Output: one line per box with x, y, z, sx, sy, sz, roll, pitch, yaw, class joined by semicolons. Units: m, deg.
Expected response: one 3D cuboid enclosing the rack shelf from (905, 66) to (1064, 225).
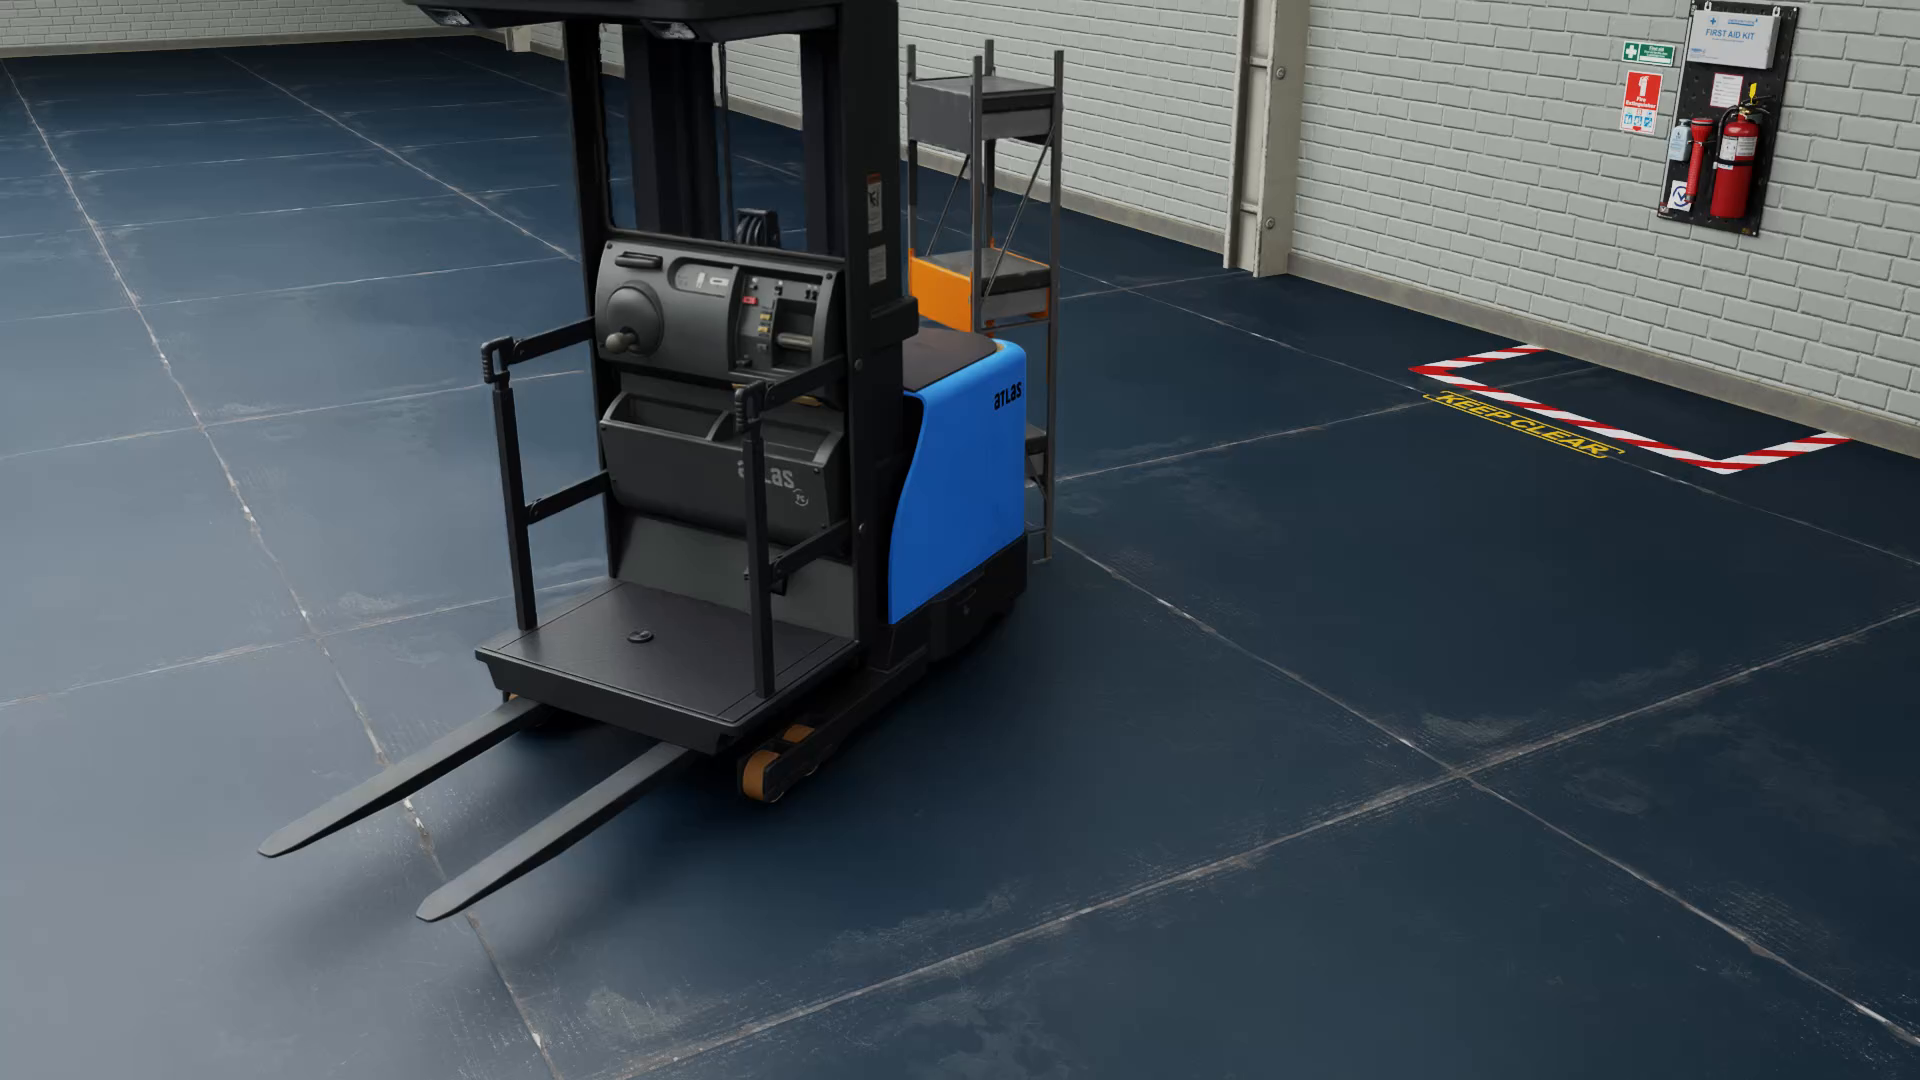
0.091;-1.562;6.544;0.431;0.518;0.480;-13;26;-29;rack shelf

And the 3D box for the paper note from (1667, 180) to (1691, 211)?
3.975;-1.898;9.167;0.016;0.148;0.142;-13;25;-28;paper note

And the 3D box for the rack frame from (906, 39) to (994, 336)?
-0.037;-1.004;6.994;0.400;2.100;0.015;-13;26;-29;rack frame

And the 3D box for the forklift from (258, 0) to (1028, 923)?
-0.903;-0.722;5.196;1.130;2.935;3.031;12;25;27;forklift

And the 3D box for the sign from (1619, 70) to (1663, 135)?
3.812;-2.451;9.310;0.001;0.329;0.234;-13;25;-28;sign

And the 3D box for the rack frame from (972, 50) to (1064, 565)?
0.220;-0.848;6.610;0.400;2.100;0.015;-13;26;-29;rack frame

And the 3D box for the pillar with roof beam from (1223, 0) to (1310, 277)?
-1.530;-5.322;8.453;9.100;9.000;0.400;-13;25;-28;pillar with roof beam

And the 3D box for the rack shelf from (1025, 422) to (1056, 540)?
0.091;-0.265;7.071;0.431;0.518;0.480;-13;26;-29;rack shelf

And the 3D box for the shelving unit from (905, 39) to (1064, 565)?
0.091;-0.926;6.802;0.431;2.100;0.503;-13;26;-29;shelving unit

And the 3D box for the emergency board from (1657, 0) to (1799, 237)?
4.006;-2.235;8.828;0.194;1.169;0.643;-13;25;-28;emergency board

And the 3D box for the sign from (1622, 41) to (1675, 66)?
3.807;-2.693;9.202;0.001;0.109;0.331;-13;25;-28;sign

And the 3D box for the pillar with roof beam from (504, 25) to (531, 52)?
-10.725;-11.148;22.789;9.100;9.000;0.400;-13;25;-28;pillar with roof beam

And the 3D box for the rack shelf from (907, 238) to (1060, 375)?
0.091;-0.914;6.807;0.431;0.518;0.480;-13;26;-29;rack shelf
